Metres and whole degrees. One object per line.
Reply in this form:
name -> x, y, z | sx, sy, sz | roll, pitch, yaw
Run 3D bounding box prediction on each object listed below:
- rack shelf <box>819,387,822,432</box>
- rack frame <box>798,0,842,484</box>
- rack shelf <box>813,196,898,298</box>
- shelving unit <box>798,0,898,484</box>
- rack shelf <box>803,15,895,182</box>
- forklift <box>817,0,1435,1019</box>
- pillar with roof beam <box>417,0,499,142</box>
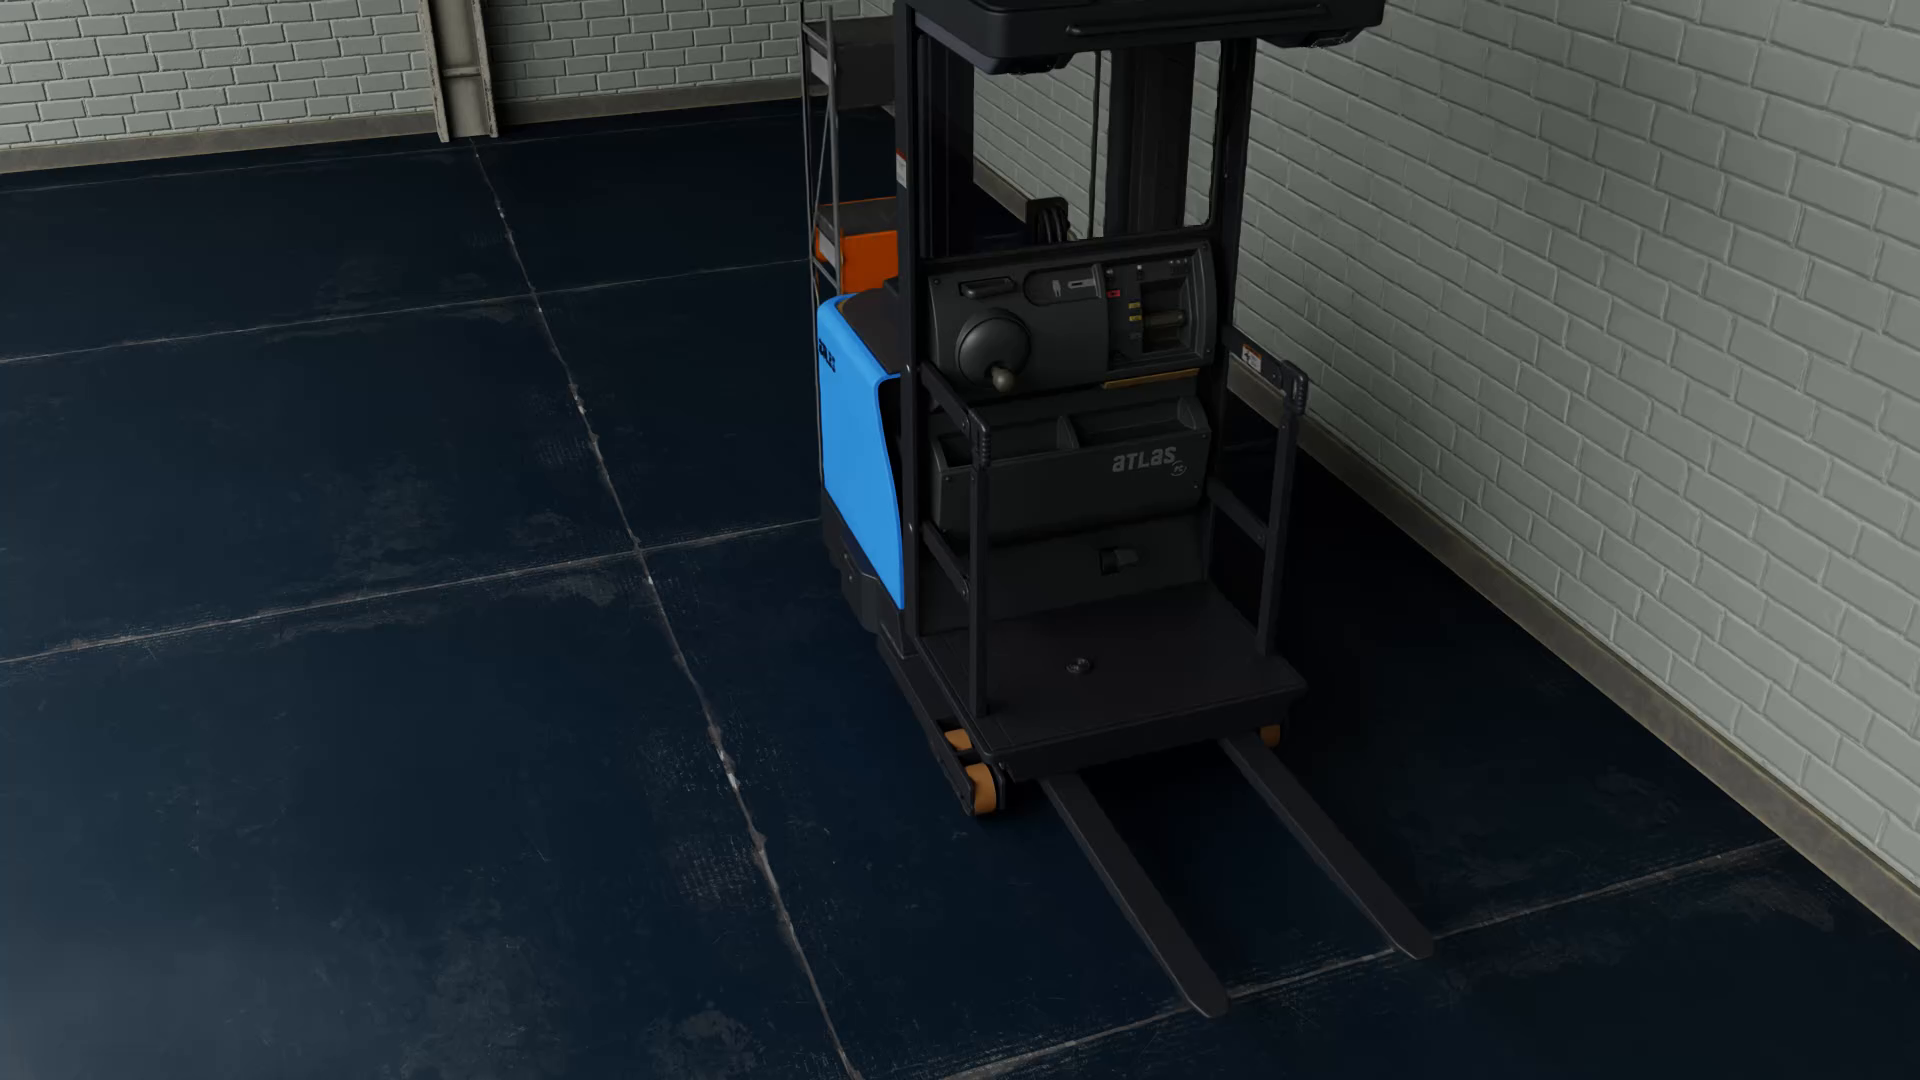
rack shelf -> -0.291, -0.450, 6.861 | 0.480, 0.518, 0.431 | -11, 31, -18
rack frame -> -0.519, -1.028, 6.433 | 0.015, 2.100, 0.400 | -11, 31, -18
rack shelf -> -0.291, -1.059, 6.514 | 0.480, 0.518, 0.431 | -11, 31, -18
shelving unit -> -0.291, -1.070, 6.508 | 0.503, 2.100, 0.431 | -11, 31, -18
rack shelf -> -0.291, -1.667, 6.168 | 0.480, 0.518, 0.431 | -11, 31, -18
forklift -> 0.429, -0.637, 4.907 | 1.130, 2.935, 3.031 | -10, 31, -17
pillar with roof beam -> -1.995, -4.800, 6.085 | 0.400, 9.000, 9.100 | -10, 31, -18
